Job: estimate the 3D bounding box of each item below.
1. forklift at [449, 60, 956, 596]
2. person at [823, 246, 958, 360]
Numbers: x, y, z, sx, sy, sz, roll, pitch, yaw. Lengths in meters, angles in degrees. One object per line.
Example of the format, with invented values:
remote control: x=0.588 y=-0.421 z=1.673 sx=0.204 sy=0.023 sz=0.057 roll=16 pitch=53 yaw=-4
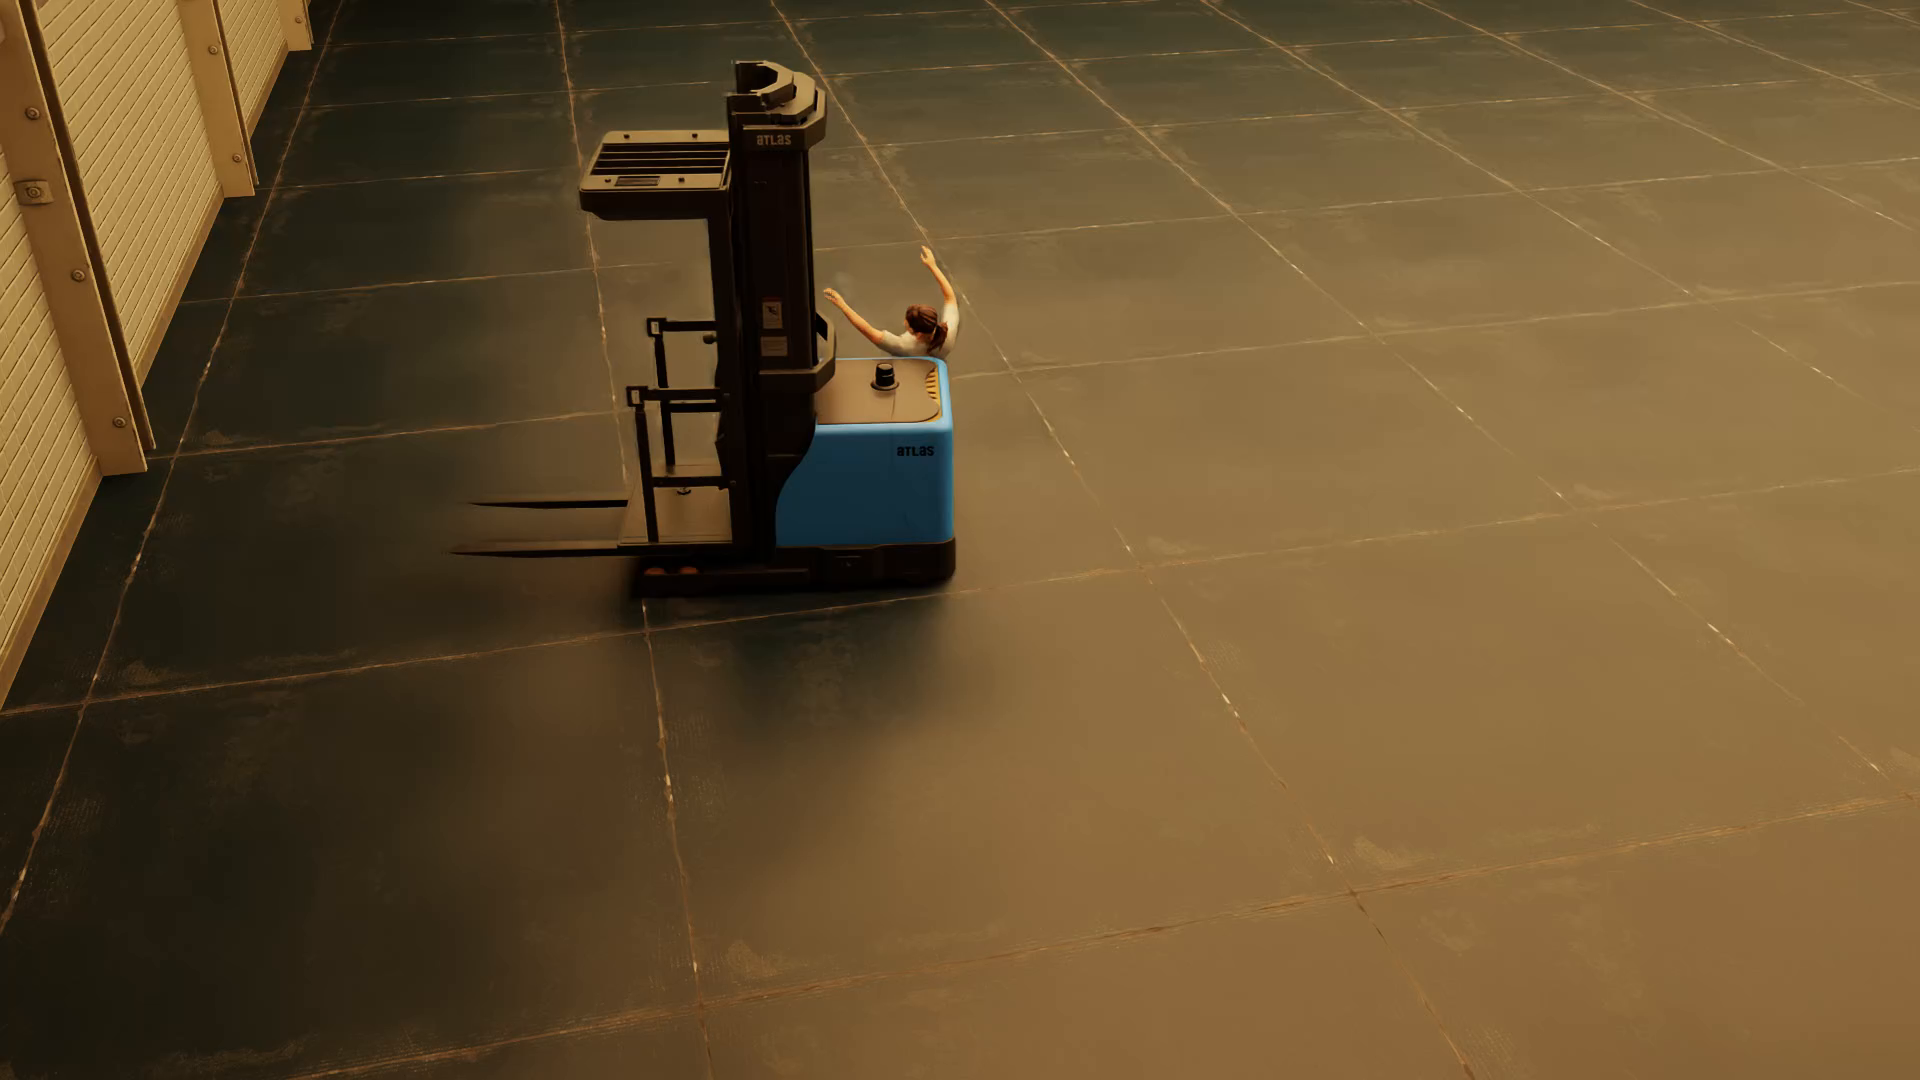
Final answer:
forklift: x=-1.560 y=-1.208 z=9.662 sx=3.031 sy=2.935 sz=1.130 roll=-1 pitch=30 yaw=-2
person: x=-0.440 y=-1.054 z=10.773 sx=0.914 sy=1.562 sz=0.763 roll=-13 pitch=32 yaw=-21
